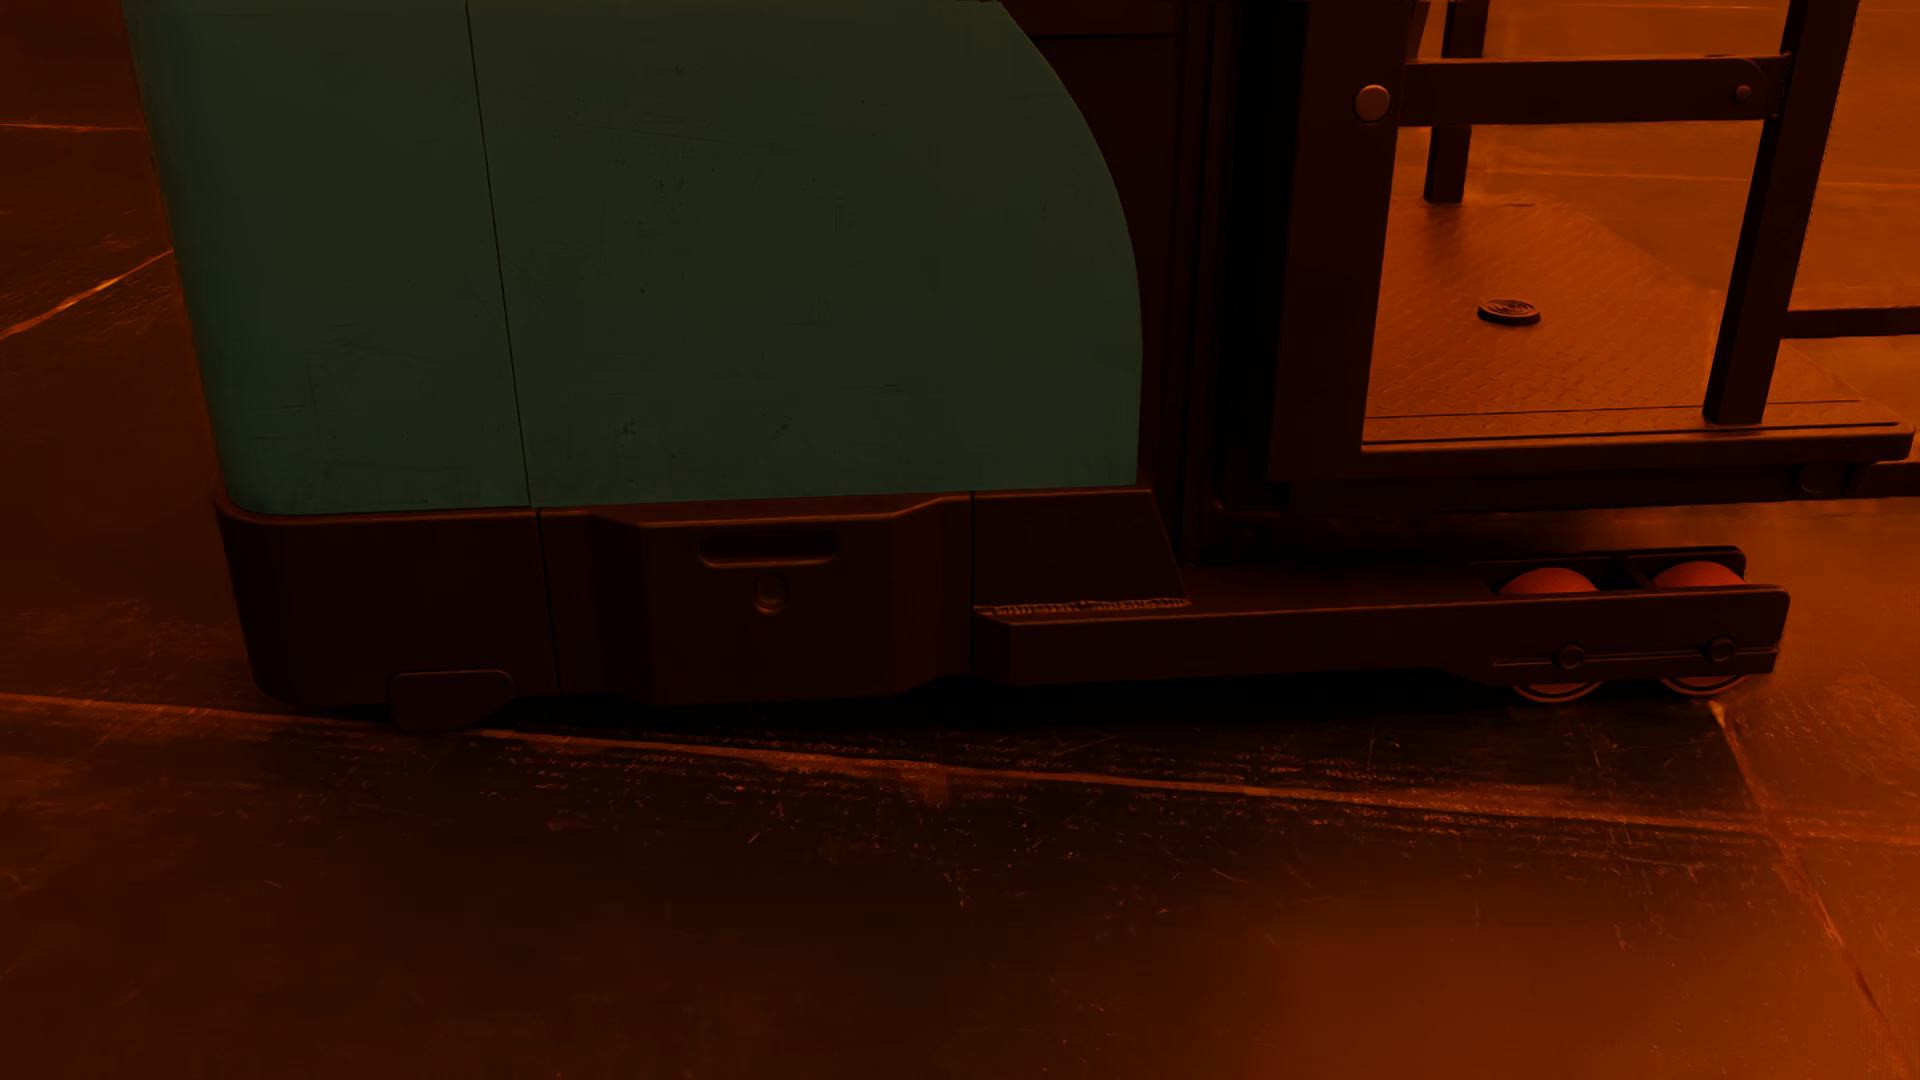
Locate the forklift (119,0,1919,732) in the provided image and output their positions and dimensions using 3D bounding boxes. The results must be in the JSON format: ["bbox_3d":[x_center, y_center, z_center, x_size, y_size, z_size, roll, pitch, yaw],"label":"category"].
[{"bbox_3d":[0.610,-1.341,1.905,3.031,2.935,1.130,-2,27,-5],"label":"forklift"}]
